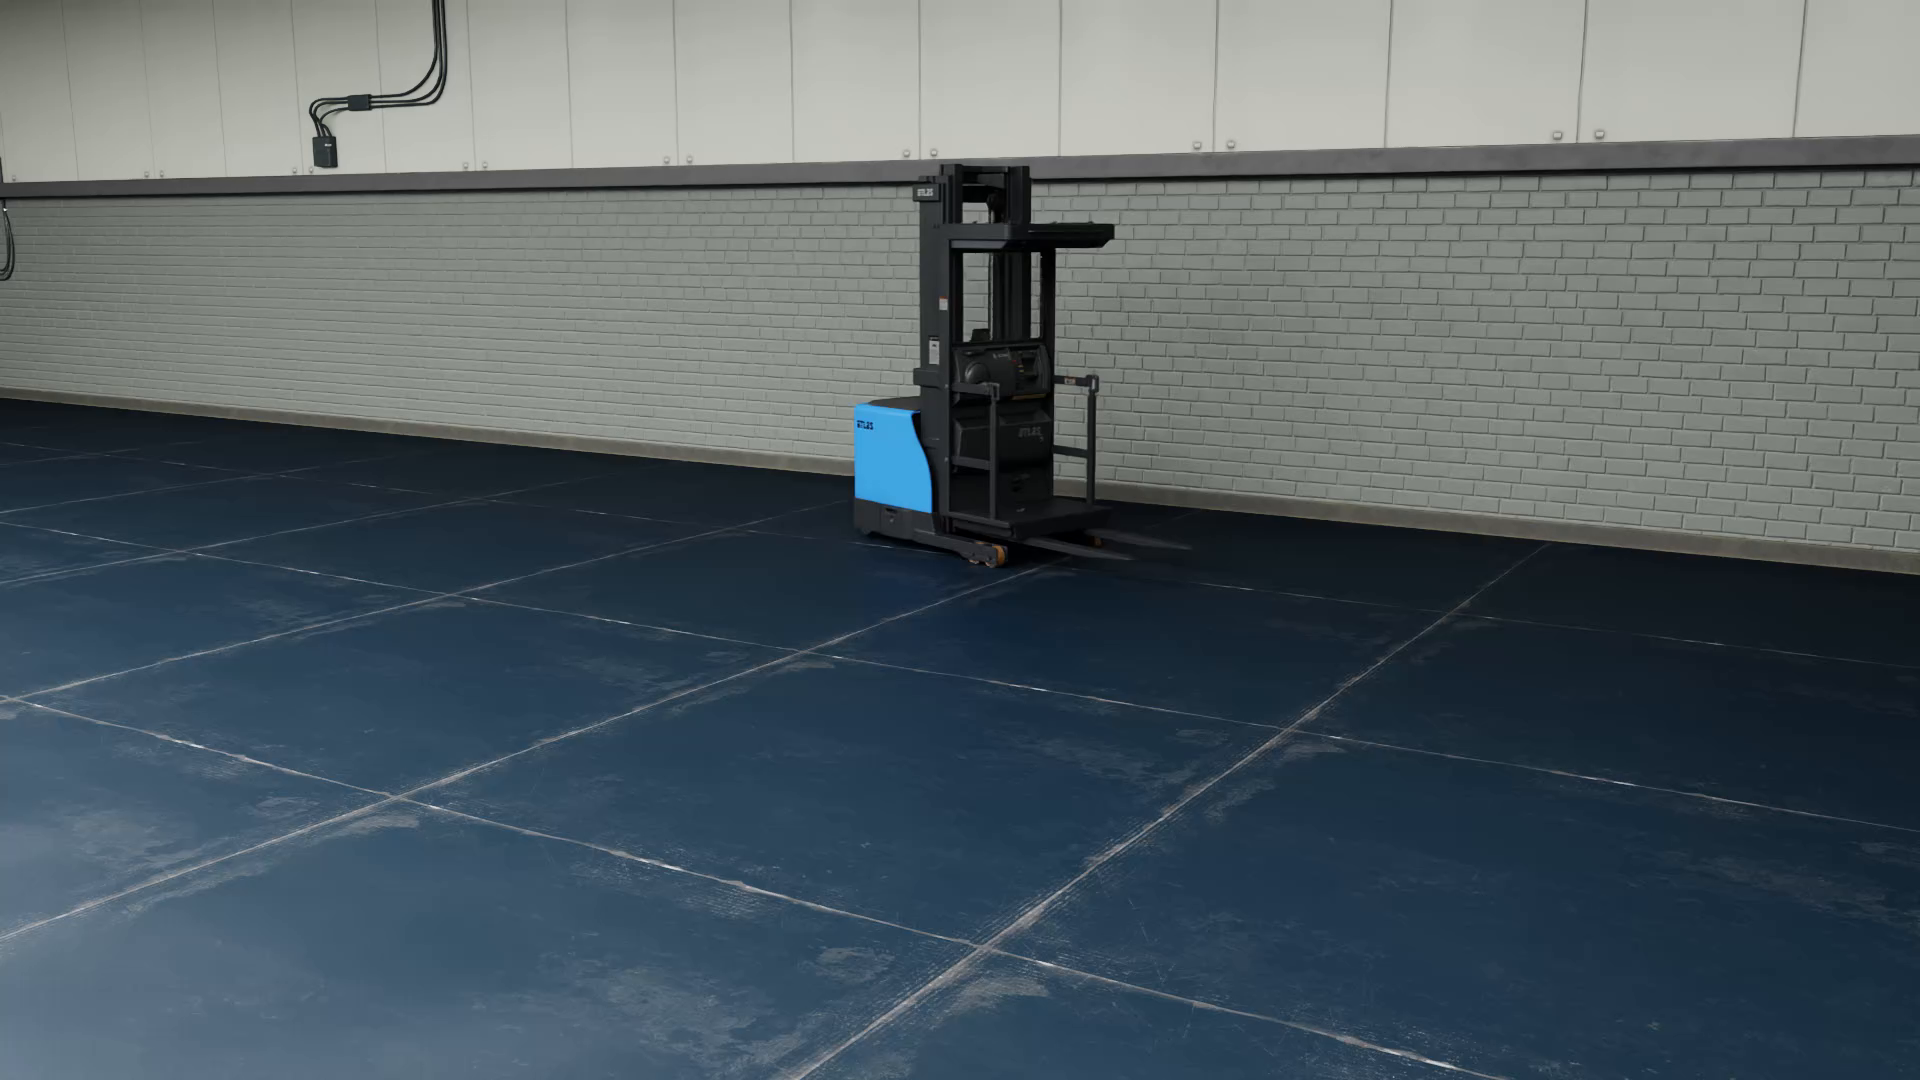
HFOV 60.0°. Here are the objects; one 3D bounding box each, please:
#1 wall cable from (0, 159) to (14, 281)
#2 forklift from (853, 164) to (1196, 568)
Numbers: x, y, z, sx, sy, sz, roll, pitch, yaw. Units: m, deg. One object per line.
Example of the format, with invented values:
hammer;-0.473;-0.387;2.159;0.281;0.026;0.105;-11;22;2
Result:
wall cable;-14.930;-5.082;24.497;3.097;2.526;0.112;6;12;31
forklift;0.459;-1.337;12.546;1.130;2.935;3.031;-9;14;-39
